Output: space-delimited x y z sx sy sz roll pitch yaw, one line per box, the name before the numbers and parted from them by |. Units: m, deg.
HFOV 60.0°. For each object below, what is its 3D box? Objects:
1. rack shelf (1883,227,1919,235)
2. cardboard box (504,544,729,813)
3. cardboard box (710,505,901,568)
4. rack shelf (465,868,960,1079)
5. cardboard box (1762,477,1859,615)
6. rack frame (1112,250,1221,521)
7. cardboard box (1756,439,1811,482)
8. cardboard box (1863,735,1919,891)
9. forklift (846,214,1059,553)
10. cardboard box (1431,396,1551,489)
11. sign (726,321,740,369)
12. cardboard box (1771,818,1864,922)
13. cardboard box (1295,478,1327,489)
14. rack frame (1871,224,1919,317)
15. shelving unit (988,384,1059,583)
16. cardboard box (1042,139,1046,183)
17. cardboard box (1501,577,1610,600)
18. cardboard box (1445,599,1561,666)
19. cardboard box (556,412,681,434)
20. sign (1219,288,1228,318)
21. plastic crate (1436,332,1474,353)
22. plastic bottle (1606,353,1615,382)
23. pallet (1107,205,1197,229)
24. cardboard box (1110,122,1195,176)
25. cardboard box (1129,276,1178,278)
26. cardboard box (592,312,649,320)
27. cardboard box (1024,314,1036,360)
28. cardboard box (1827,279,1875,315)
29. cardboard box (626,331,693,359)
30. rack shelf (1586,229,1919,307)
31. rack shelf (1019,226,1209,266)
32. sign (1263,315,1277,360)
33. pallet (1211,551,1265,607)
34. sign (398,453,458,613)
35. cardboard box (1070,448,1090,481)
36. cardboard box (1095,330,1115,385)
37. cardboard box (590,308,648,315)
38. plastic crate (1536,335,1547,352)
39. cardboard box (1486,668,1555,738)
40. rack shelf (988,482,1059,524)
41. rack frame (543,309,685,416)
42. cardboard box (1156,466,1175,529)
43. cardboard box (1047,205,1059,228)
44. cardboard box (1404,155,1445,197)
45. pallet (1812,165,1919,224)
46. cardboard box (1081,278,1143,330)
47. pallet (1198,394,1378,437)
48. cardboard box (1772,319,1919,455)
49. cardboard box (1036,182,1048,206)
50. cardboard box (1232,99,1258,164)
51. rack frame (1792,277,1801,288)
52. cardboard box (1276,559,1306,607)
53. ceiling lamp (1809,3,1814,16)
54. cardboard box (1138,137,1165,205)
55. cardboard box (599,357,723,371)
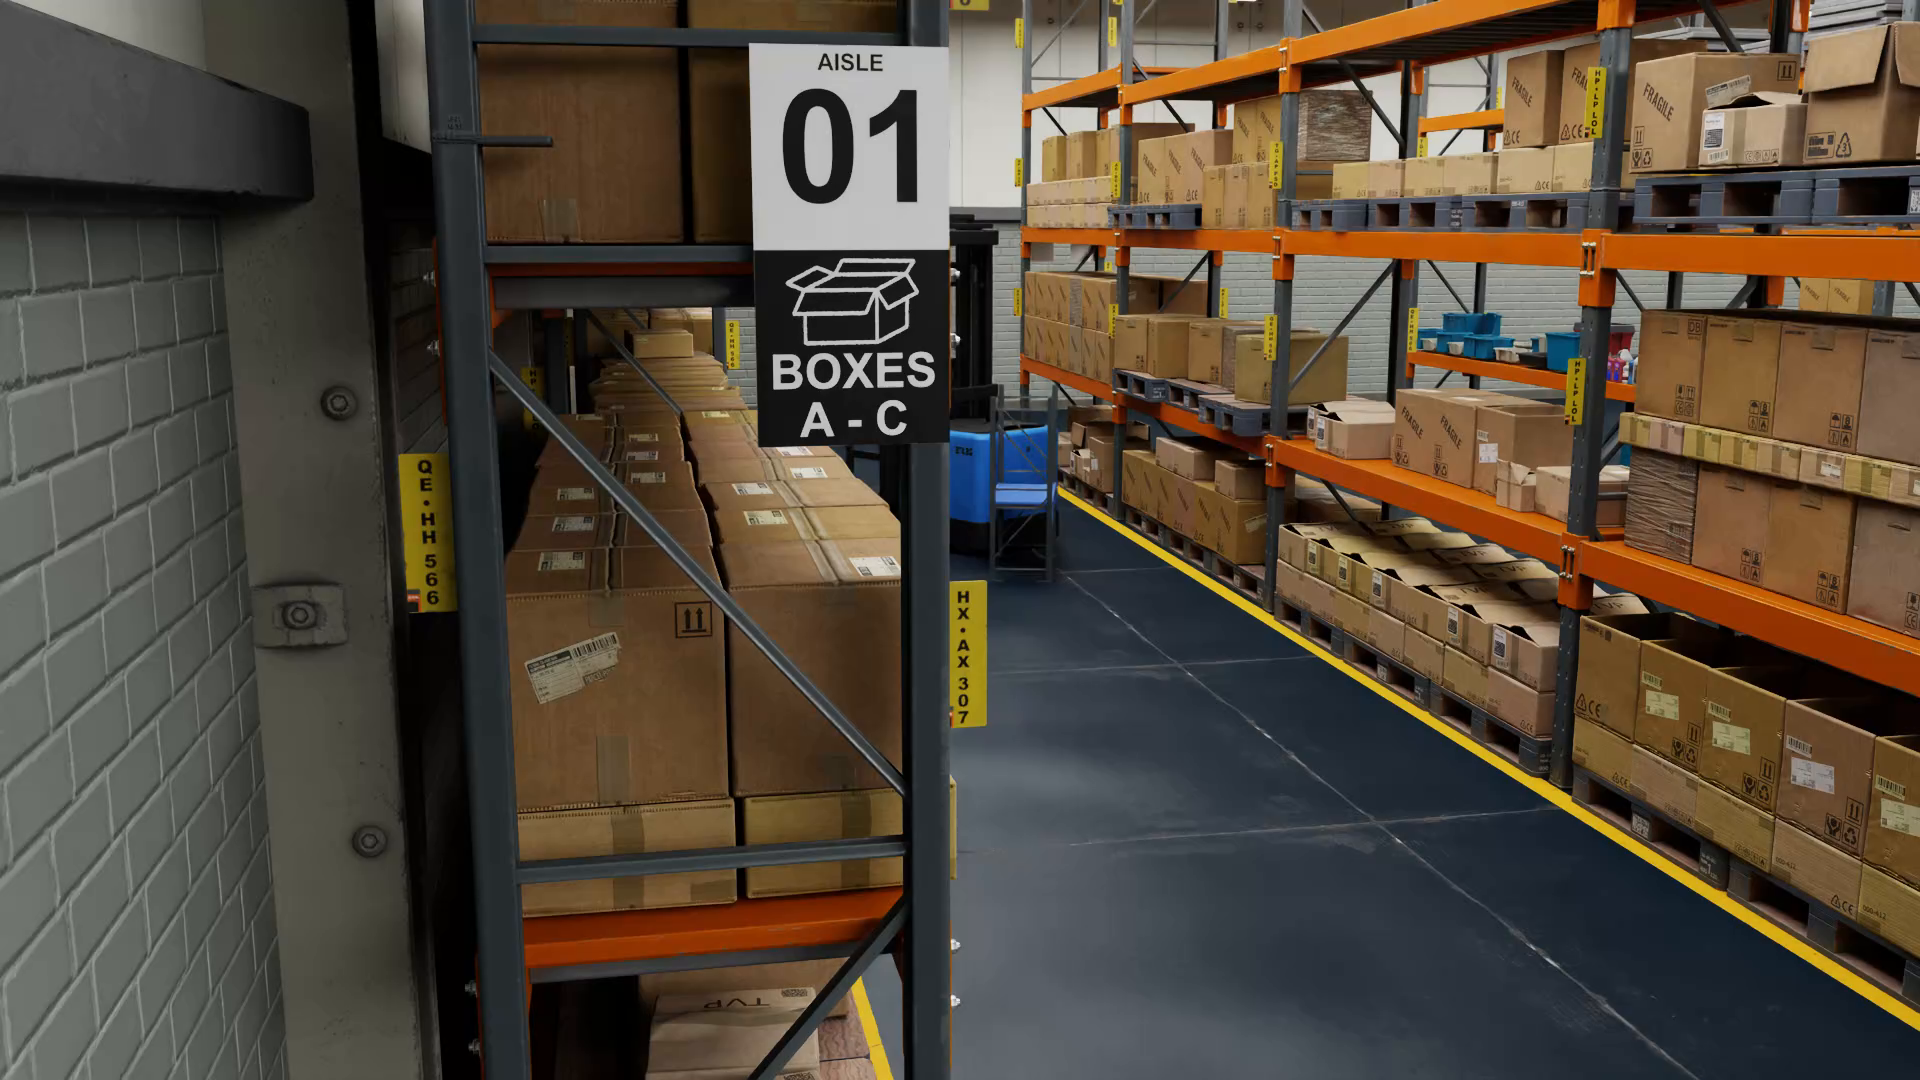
rack shelf | 8.028 -1.887 11.043 1.077 0.370 4.000 -2 11 -11
cardboard box | -0.824 0.311 3.938 0.500 0.500 0.500 -2 11 -12
cardboard box | -0.408 0.200 4.520 0.500 0.500 0.500 -2 11 -11
rack shelf | -0.912 0.680 5.577 1.077 0.370 4.000 -2 11 -11
cardboard box | 3.852 0.000 6.960 0.700 0.500 0.500 -2 11 -10
rack frame | 2.001 -1.688 16.096 1.000 3.000 0.127 -2 11 -11
cardboard box | 3.619 -0.345 7.037 0.380 0.149 0.250 -2 11 -13
cardboard box | 3.730 1.019 6.101 0.500 0.500 0.500 -2 11 -11
forklift | -0.487 -1.543 15.520 1.130 2.935 3.031 -10 15 -43
cardboard box | 3.224 -0.600 10.111 0.500 0.500 0.500 -2 11 -11
sign | -1.549 -1.325 11.303 0.100 0.325 0.005 -2 11 -11
cardboard box | 3.637 1.295 6.654 0.500 0.250 0.500 -2 11 -11
cardboard box | 2.771 -0.224 13.915 0.500 0.500 0.500 -2 11 -12
rack frame | 7.639 -1.134 13.184 1.000 3.000 0.127 -2 11 -11
shelving unit | 0.536 -0.493 13.829 0.538 1.500 1.048 1 11 5
cardboard box | 1.339 -4.342 19.075 0.700 0.500 0.500 -2 11 -11
cardboard box | 3.527 0.377 9.980 0.500 0.311 0.500 -2 11 -13
cardboard box | 3.090 0.489 9.388 0.500 0.311 0.500 -2 11 -9
cardboard box | -1.415 -0.251 6.886 0.500 0.500 0.500 -2 11 -12
sign | 2.545 -2.277 16.097 0.100 0.325 0.005 -2 11 -11
plastic crate | 5.936 -2.370 19.968 0.416 0.233 0.300 -2 11 -11
plastic bottle | 6.513 -1.727 16.614 0.061 0.283 0.133 -2 11 -11
pallet | 2.059 -2.947 15.191 1.213 0.211 1.003 -2 11 -11
cardboard box | 1.869 -3.790 16.173 0.700 0.500 0.500 -2 11 -11
cardboard box | 1.985 -2.514 17.493 0.500 0.500 0.500 -2 11 -13
cardboard box | -2.519 -1.516 12.069 0.500 0.250 0.500 -2 11 -13
cardboard box | 1.051 -2.380 19.463 0.500 0.500 0.500 -2 11 -10
cardboard box | 10.973 -2.938 20.261 0.500 0.500 0.500 -2 11 -13
cardboard box | -1.906 -1.237 10.546 0.380 0.149 0.250 -4 12 -21
rack shelf | 3.946 -0.974 6.246 1.077 0.370 4.000 -2 11 -11
rack shelf | 1.612 -3.175 17.810 1.077 0.370 4.000 -2 11 -11
sign | 2.249 -1.463 12.027 0.100 0.325 0.005 -2 11 -11
pallet | 2.671 0.277 13.228 1.003 0.211 1.213 -2 11 -11
sign | -1.072 -0.014 3.358 0.100 0.325 0.005 -2 11 -11
cardboard box | 1.466 -0.815 17.523 0.500 0.311 0.500 -2 11 -11
cardboard box | 1.652 -1.819 16.519 0.500 0.500 0.500 -2 11 -10
cardboard box | -2.616 -1.610 12.564 0.500 0.250 0.500 -2 11 -12
plastic crate | 6.744 -2.125 18.550 0.437 0.282 0.530 -2 11 -11
cardboard box | 3.192 0.858 8.949 0.500 0.250 0.500 -2 11 -12
rack shelf | 0.536 -0.316 13.862 0.538 0.185 1.000 1 11 5
rack frame | -1.301 -0.040 7.437 1.000 3.000 0.127 -2 11 -11
cardboard box | 2.061 -0.389 14.781 0.500 0.500 0.500 -2 11 -10
cardboard box | 1.257 -3.534 18.174 0.500 0.250 0.500 -2 11 -11
cardboard box | 3.142 -2.278 10.454 0.500 0.250 0.500 -2 11 -12
pallet | 3.982 -1.272 6.124 1.003 0.211 1.213 -2 11 -11
cardboard box | 1.546 -2.405 16.924 0.500 0.500 0.500 -2 11 -12
pallet | 2.578 -0.982 12.899 1.213 0.211 1.003 -2 11 -11
cardboard box | 3.846 -0.641 6.860 0.700 0.500 0.500 -2 11 -11
cardboard box | 1.158 -3.871 18.609 0.500 0.250 0.500 -2 11 -11
cardboard box | 2.502 -3.235 13.262 0.500 0.500 0.500 -2 11 -11
rack frame | 10.941 -2.781 21.839 1.000 3.000 0.127 -2 11 -11
cardboard box | 2.593 0.297 11.898 0.500 0.250 0.500 -2 11 -11
ceiling lamp | 12.906 -9.180 23.803 2.000 3.185 0.800 -2 11 -11
cardboard box | 2.027 -3.371 15.258 0.600 0.600 0.600 -3 11 -16
cardboard box | -1.843 -0.851 10.256 0.700 0.500 0.500 -3 11 -16
